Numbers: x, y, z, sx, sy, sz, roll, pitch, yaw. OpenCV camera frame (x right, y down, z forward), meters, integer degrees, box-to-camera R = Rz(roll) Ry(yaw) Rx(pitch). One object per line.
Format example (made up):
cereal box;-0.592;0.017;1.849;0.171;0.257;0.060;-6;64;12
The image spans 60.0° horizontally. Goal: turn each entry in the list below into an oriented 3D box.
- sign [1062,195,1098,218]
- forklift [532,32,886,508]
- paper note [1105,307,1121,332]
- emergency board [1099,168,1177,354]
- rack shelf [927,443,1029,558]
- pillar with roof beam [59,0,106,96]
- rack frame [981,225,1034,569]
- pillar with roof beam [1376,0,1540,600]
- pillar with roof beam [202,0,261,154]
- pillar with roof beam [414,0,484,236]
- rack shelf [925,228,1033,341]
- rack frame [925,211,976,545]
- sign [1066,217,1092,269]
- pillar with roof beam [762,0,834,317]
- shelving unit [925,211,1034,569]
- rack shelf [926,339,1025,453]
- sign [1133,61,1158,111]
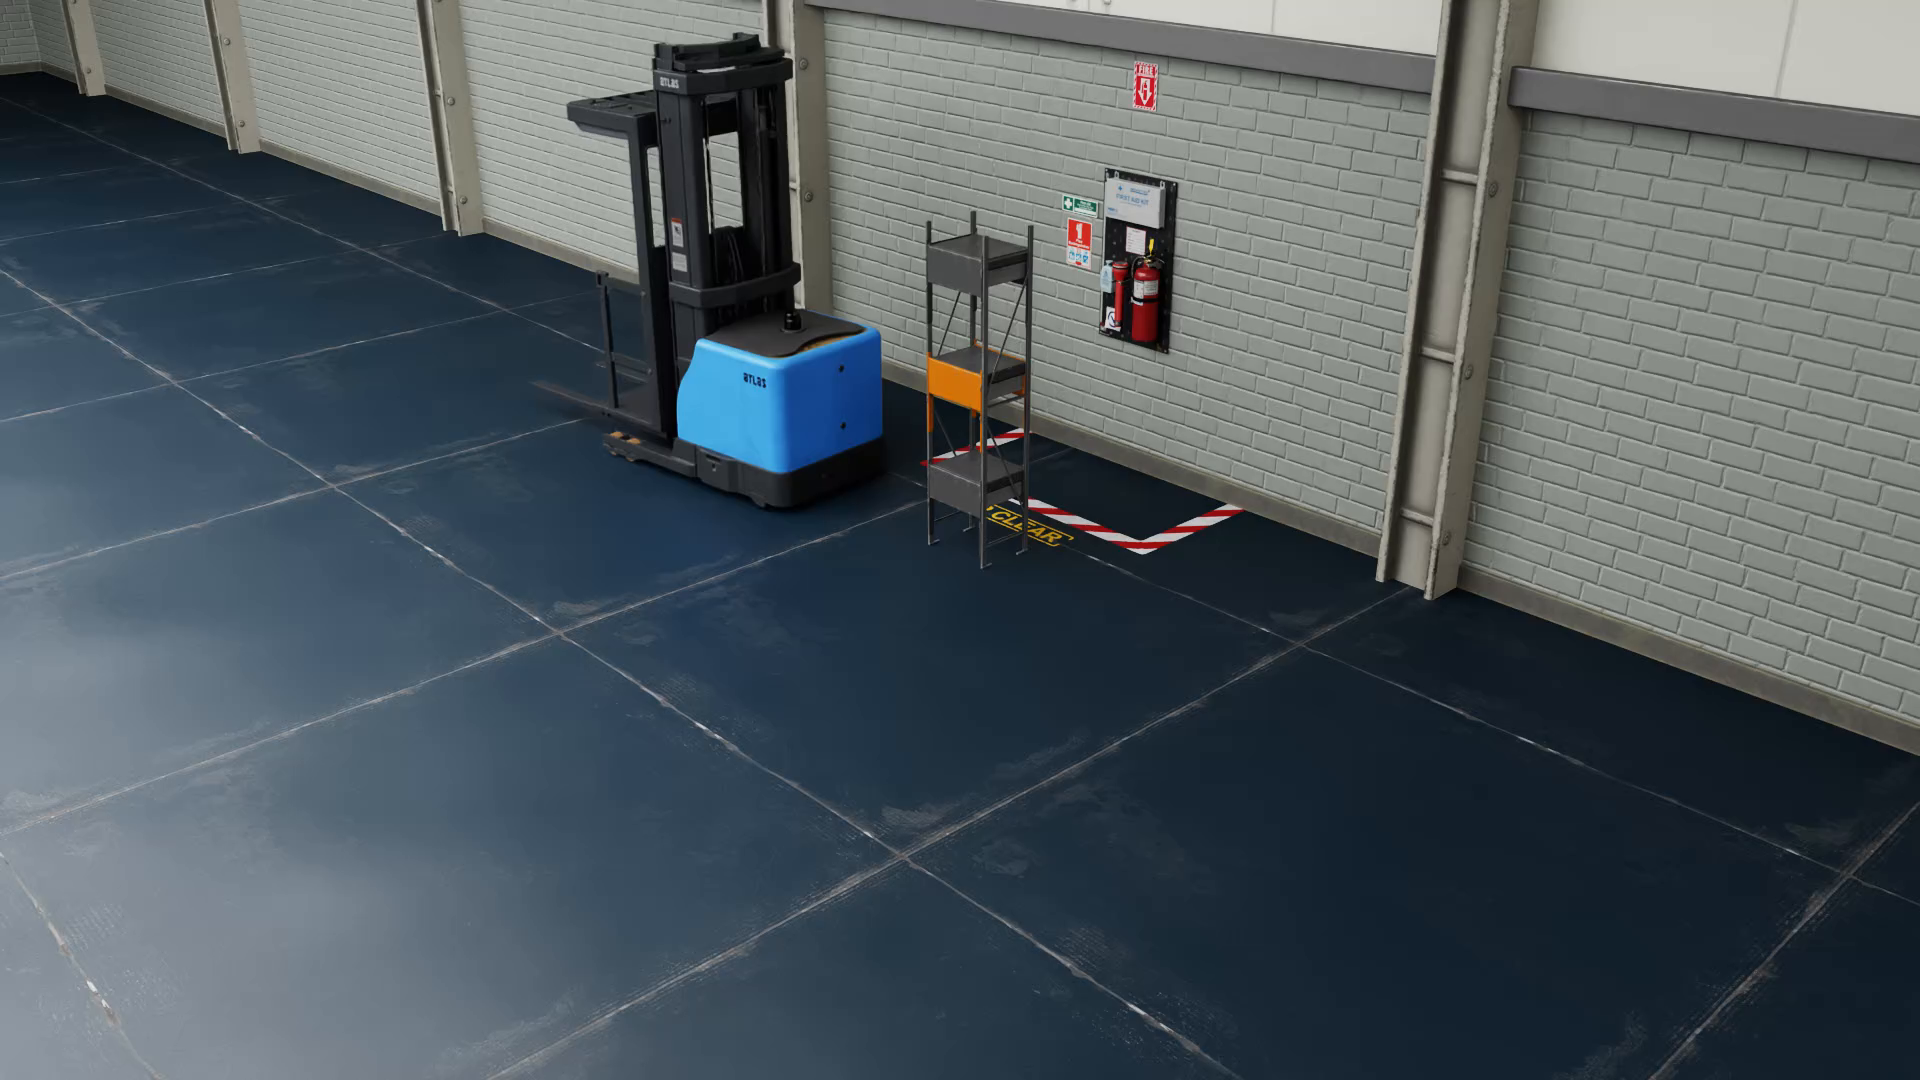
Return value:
sign;0.831;-2.315;11.529;0.001;0.109;0.331;-21;32;-38
forklift;-1.965;-2.045;11.701;3.031;2.935;1.130;20;31;37
paper note;1.066;-1.537;11.567;0.016;0.148;0.142;-21;32;-38
emergency board;1.137;-1.865;11.224;0.194;1.169;0.643;-21;32;-38
rack shelf;0.113;-0.256;10.500;0.431;0.518;0.480;-21;32;-38
pillar with roof beam;-16.748;-9.885;21.575;9.100;9.000;0.400;-21;32;-38
rack frame;0.280;-0.831;10.042;0.400;2.100;0.015;-21;32;-38
pillar with roof beam;-0.344;-2.613;5.636;9.100;9.000;0.400;-21;32;-38
pillar with roof beam;-12.647;-8.067;17.590;9.100;9.000;0.400;-21;32;-38
pillar with roof beam;-8.546;-6.249;13.606;9.100;9.000;0.400;-21;32;-38
rack shelf;0.113;-1.530;9.919;0.431;0.518;0.480;-21;32;-38
rack frame;-0.054;-0.979;10.366;0.400;2.100;0.015;-21;32;-38
sign;0.834;-2.078;11.647;0.001;0.329;0.234;-21;32;-38
pillar with roof beam;-4.445;-4.431;9.621;9.100;9.000;0.400;-21;32;-38
shelving unit;0.113;-0.905;10.204;0.431;2.100;0.503;-21;32;-38
rack shelf;0.113;-0.893;10.210;0.431;0.518;0.480;-21;32;-38
sign;1.204;-2.950;10.810;0.001;0.298;0.199;-21;32;-38
